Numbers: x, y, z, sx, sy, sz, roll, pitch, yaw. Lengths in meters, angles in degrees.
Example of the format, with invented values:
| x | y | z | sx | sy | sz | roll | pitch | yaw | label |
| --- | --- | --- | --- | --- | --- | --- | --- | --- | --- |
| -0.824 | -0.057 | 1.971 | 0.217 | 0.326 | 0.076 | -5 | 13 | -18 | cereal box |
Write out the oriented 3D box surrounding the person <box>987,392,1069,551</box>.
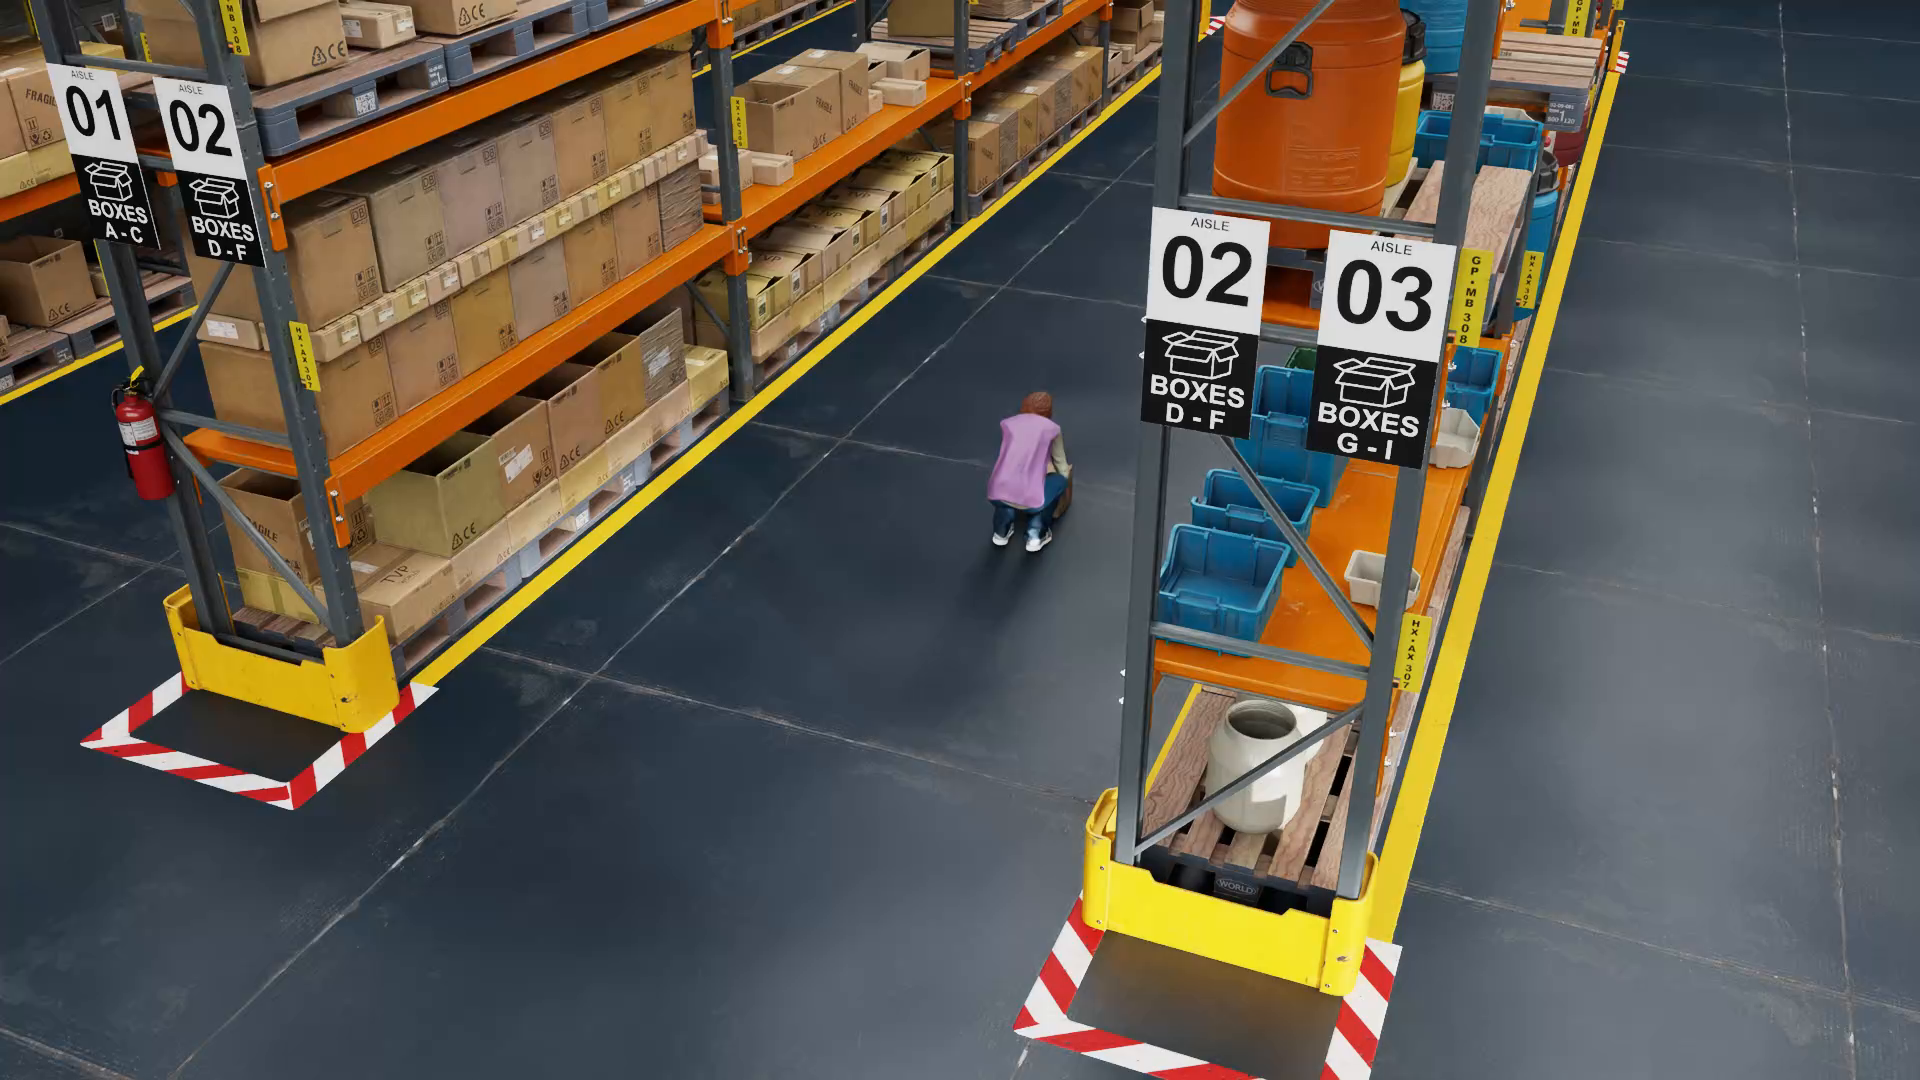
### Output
| x | y | z | sx | sy | sz | roll | pitch | yaw | label |
| --- | --- | --- | --- | --- | --- | --- | --- | --- | --- |
| 0.405 | -0.392 | 9.892 | 0.437 | 0.782 | 0.803 | 12 | 32 | 19 | person |
